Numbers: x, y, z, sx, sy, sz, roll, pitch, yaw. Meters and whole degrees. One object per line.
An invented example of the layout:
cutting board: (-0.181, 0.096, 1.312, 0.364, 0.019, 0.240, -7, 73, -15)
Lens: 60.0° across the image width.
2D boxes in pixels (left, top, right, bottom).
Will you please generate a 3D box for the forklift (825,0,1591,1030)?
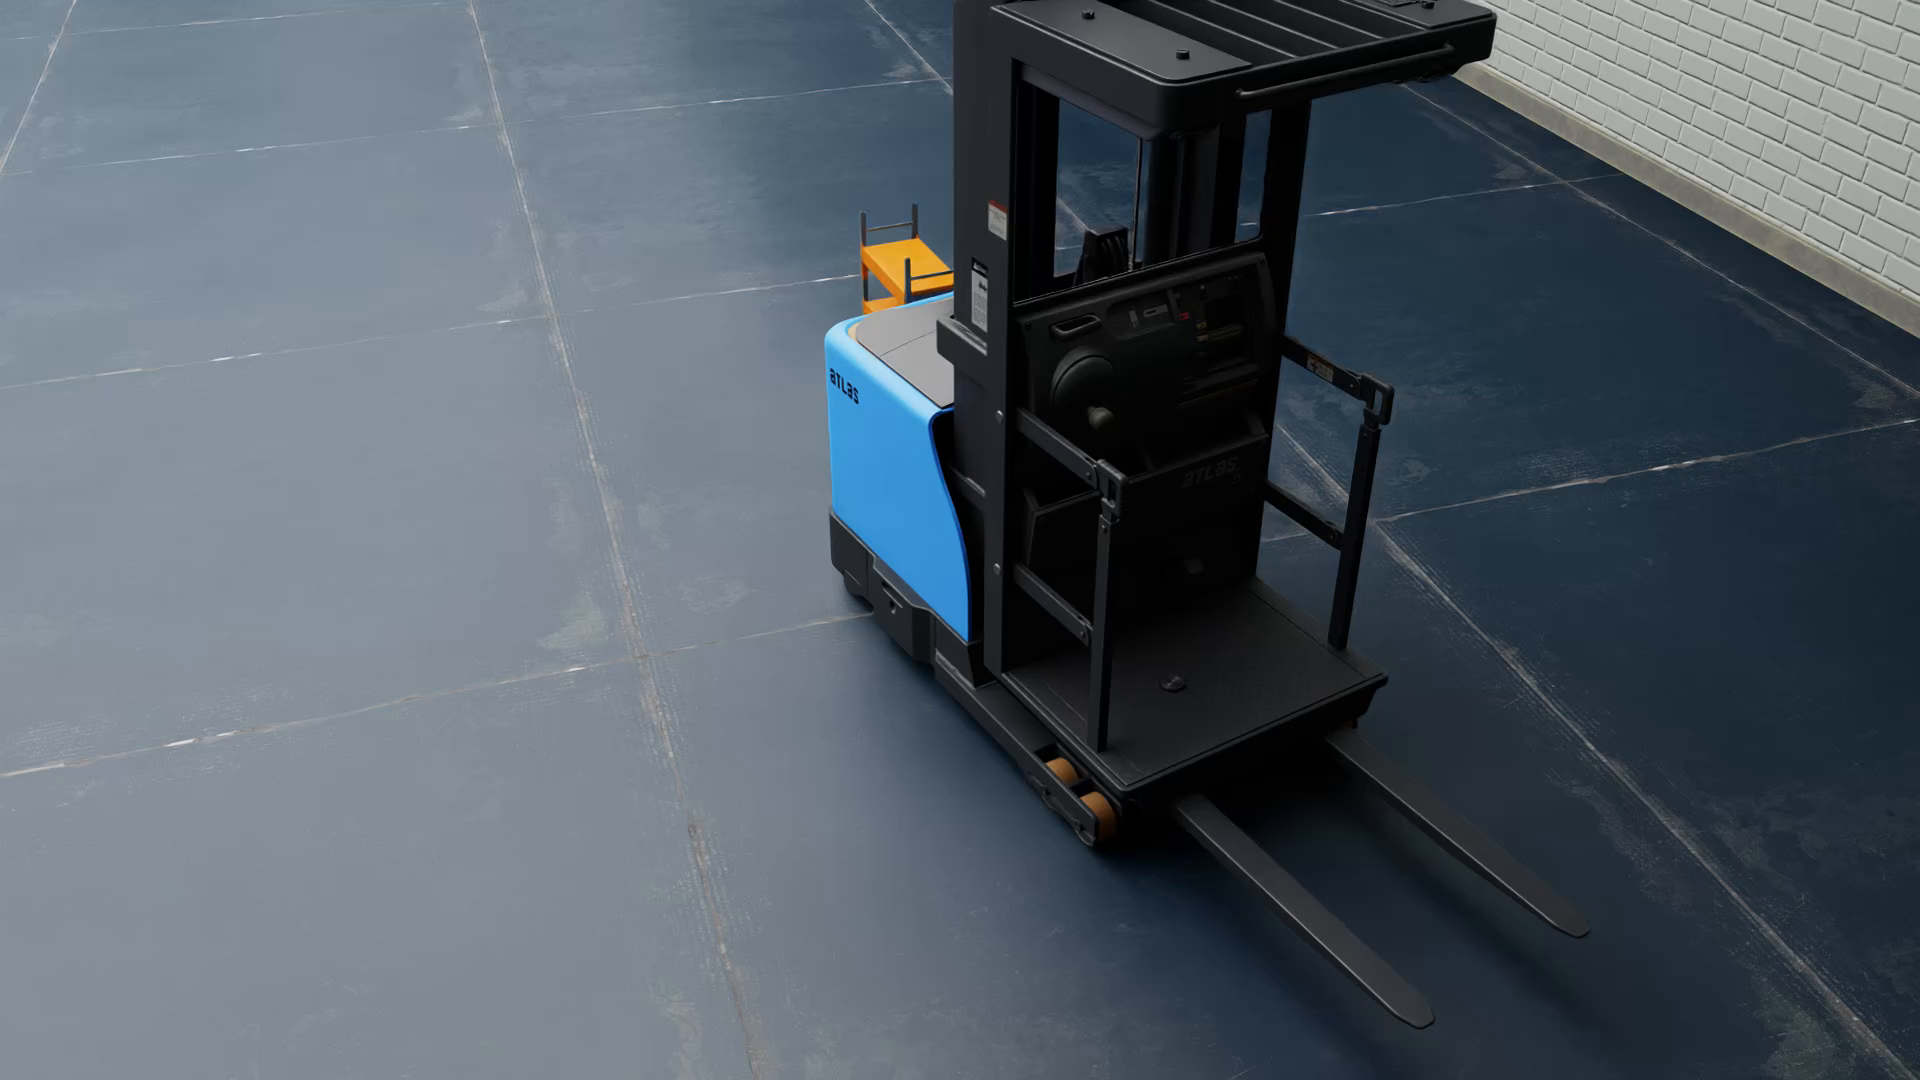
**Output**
forklift: (0.700, -0.551, 4.925, 1.130, 2.935, 3.031, -19, 38, -26)

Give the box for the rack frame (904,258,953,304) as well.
rack frame: (-0.093, -0.563, 6.514, 0.240, 1.200, 0.015, -13, 36, -19)

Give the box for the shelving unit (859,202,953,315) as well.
shelving unit: (-0.187, -0.687, 6.701, 0.258, 1.200, 0.503, -13, 36, -19)

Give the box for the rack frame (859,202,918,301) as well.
rack frame: (-0.282, -0.811, 6.889, 0.240, 1.200, 0.015, -13, 36, -19)

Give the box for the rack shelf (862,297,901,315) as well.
rack shelf: (-0.187, -0.818, 6.615, 0.258, 0.148, 0.480, -13, 36, -19)

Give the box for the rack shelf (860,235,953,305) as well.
rack shelf: (-0.187, -1.015, 6.485, 0.258, 0.148, 0.480, -13, 36, -19)
